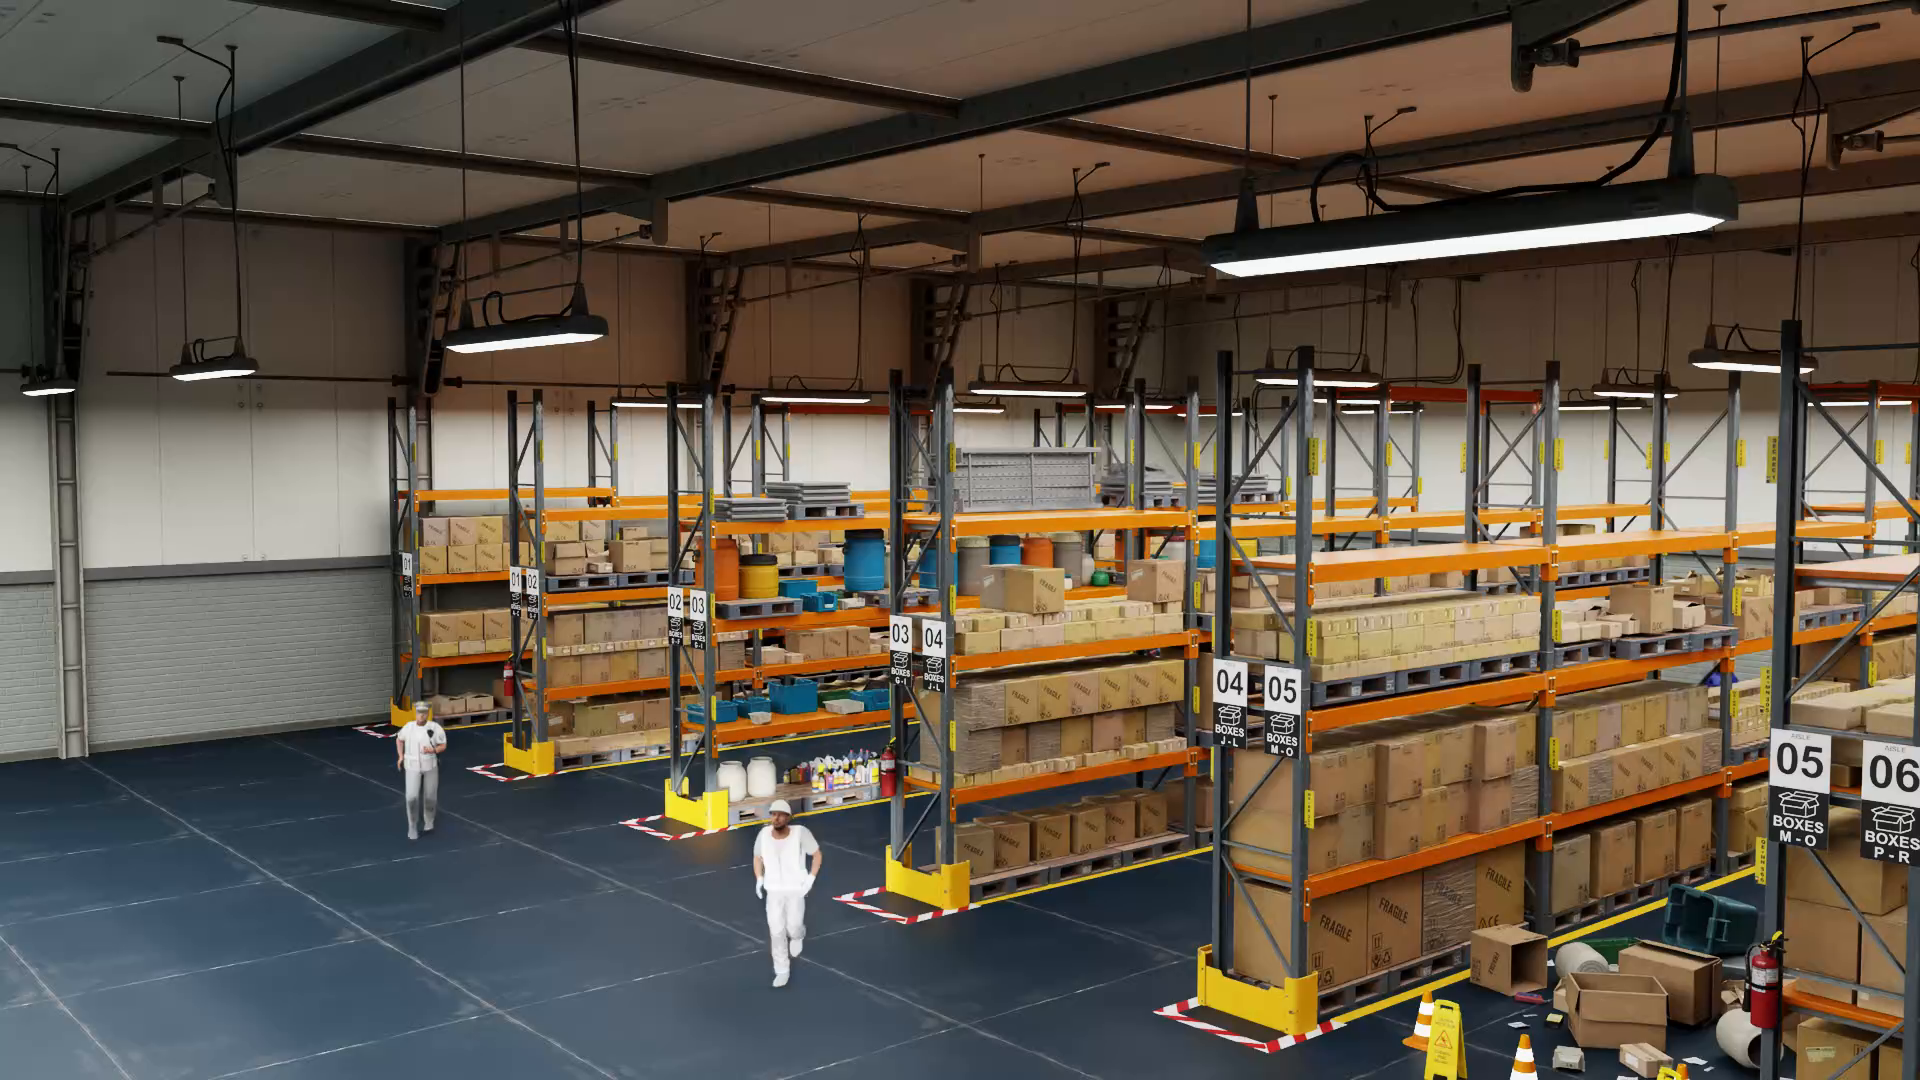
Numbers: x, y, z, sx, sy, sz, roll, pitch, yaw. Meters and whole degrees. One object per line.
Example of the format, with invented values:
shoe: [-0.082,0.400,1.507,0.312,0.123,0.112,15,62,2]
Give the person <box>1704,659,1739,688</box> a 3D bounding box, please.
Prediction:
person: [12.704,2.754,27.695,0.621,1.567,0.488,1,3,18]

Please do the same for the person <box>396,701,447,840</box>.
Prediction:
person: [-7.055,3.017,21.792,0.635,1.828,0.744,-1,3,-16]

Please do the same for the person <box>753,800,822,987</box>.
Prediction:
person: [-1.664,3.357,16.070,0.676,1.761,0.698,0,3,7]
